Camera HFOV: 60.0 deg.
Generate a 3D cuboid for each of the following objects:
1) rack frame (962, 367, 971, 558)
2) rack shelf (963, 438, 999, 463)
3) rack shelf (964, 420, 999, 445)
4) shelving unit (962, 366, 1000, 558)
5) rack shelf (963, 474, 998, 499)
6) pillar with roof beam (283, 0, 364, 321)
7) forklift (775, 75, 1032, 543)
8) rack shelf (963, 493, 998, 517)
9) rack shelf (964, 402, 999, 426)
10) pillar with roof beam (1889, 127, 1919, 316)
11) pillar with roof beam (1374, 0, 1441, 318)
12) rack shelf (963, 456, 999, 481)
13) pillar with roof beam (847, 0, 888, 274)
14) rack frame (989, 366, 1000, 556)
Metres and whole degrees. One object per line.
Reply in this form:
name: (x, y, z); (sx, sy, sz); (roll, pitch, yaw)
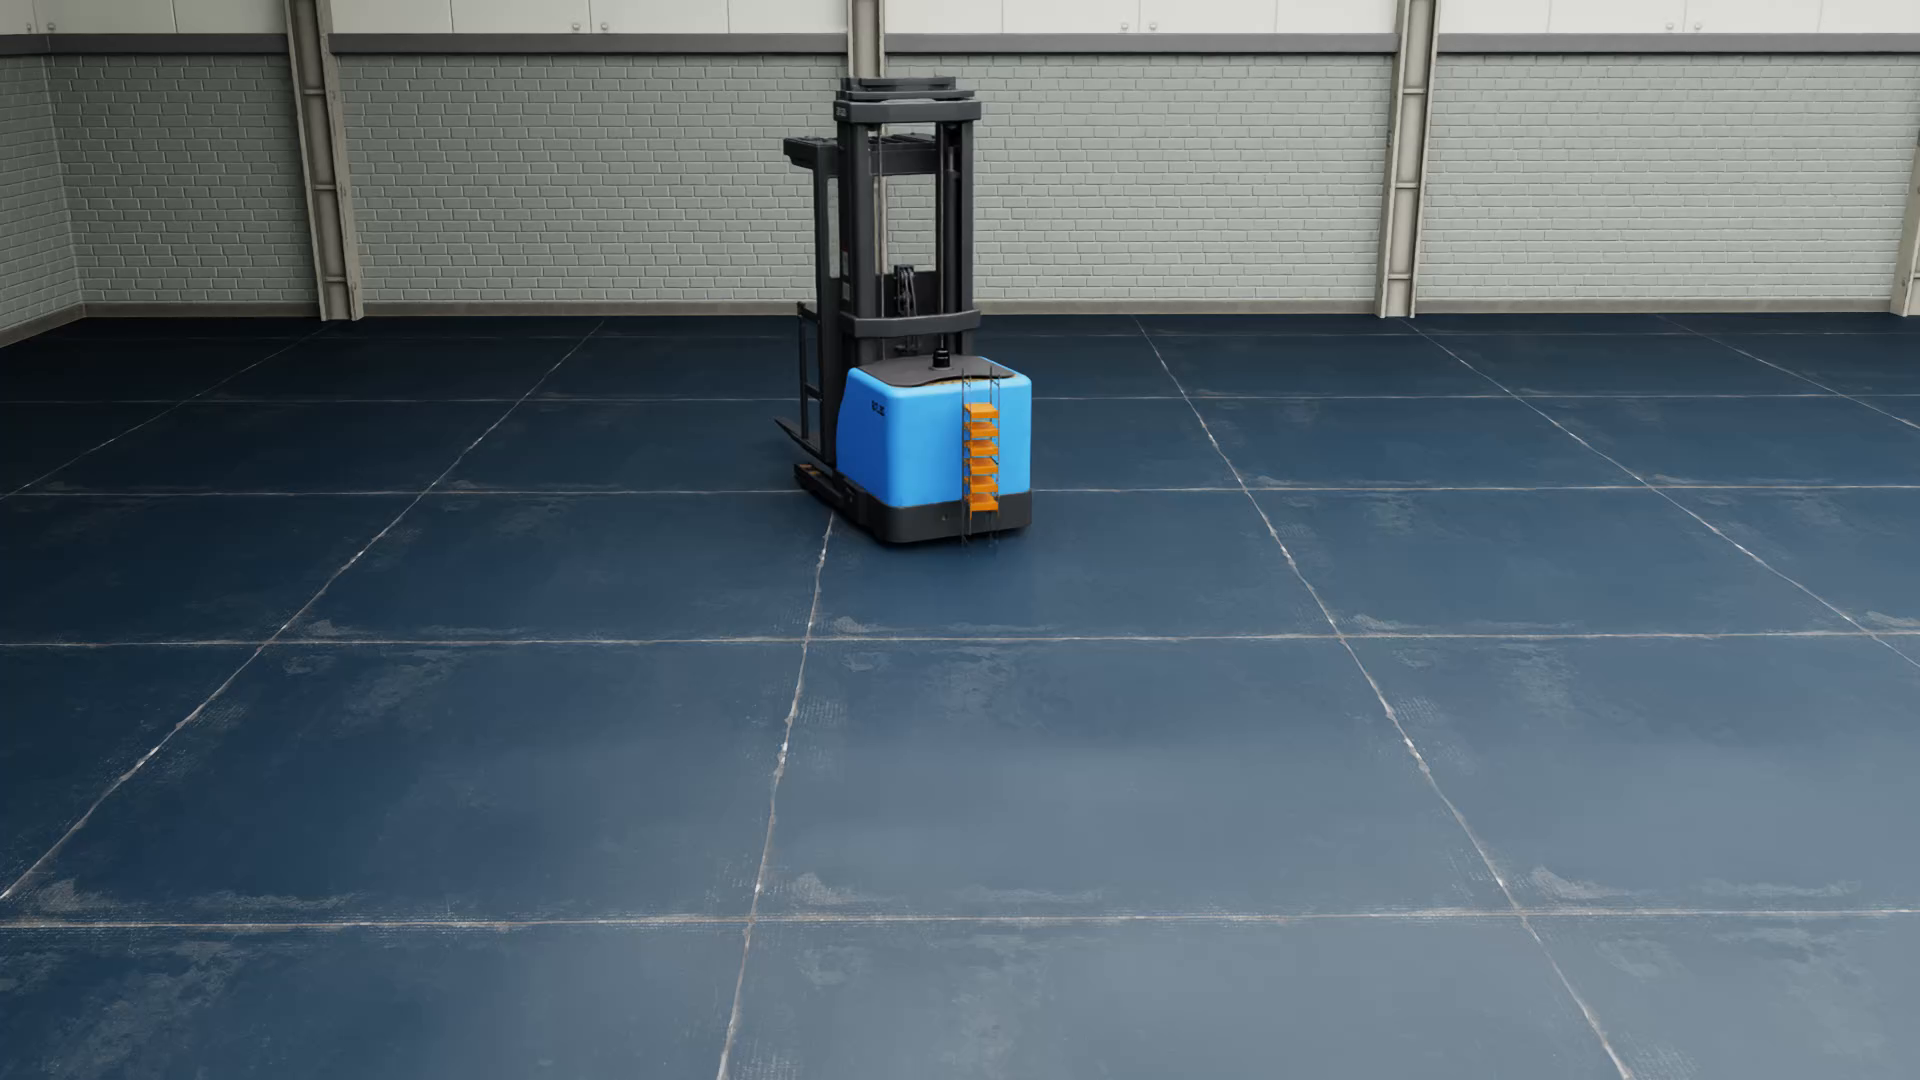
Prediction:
rack frame: (0.041, -0.490, 10.609); (0.006, 1.200, 0.240); (-4, 18, -12)
rack shelf: (0.130, -0.567, 10.605); (0.180, 0.103, 0.258); (-4, 18, -12)
rack shelf: (0.130, -0.682, 10.568); (0.180, 0.103, 0.258); (-4, 18, -12)
shelving unit: (0.130, -0.495, 10.628); (0.189, 1.200, 0.258); (-4, 18, -12)
rack shelf: (0.130, -0.339, 10.678); (0.180, 0.103, 0.258); (-4, 18, -12)
pillar with roof beam: (-6.949, -5.492, 13.437); (0.400, 9.000, 9.100); (0, 18, -1)
forklift: (-0.574, -1.785, 11.813); (1.130, 2.935, 3.031); (-8, 19, -23)
rack shelf: (0.130, -0.225, 10.715); (0.180, 0.103, 0.258); (-4, 18, -12)
rack shelf: (0.130, -0.796, 10.531); (0.180, 0.103, 0.258); (-4, 18, -12)
pillar with roof beam: (11.049, -5.579, 13.708); (0.400, 9.000, 9.100); (0, 18, -1)
pillar with roof beam: (5.050, -5.550, 13.618); (0.400, 9.000, 9.100); (0, 18, -1)
rack shelf: (0.130, -0.453, 10.641); (0.180, 0.103, 0.258); (-4, 18, -12)
pillar with roof beam: (-0.949, -5.521, 13.527); (0.400, 9.000, 9.100); (0, 18, -1)
rack frame: (0.220, -0.501, 10.646); (0.006, 1.200, 0.240); (-4, 18, -12)
